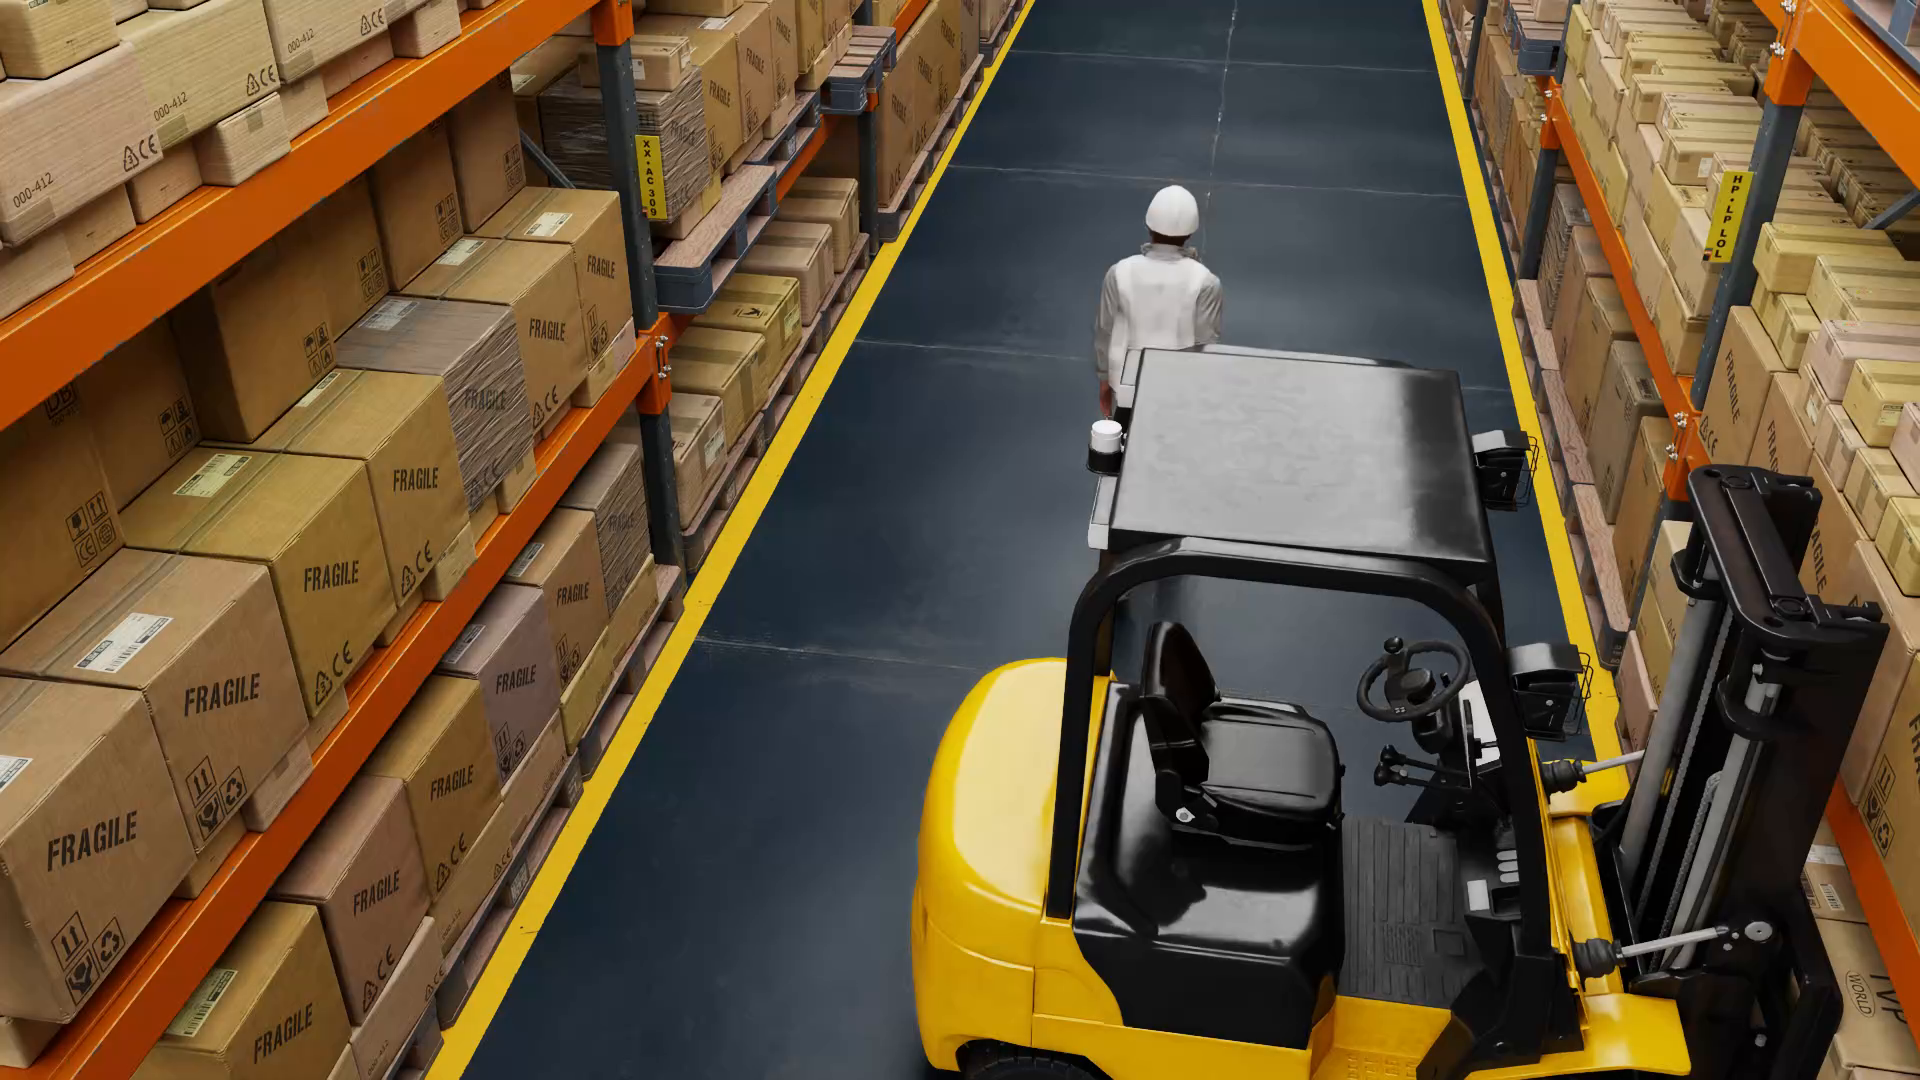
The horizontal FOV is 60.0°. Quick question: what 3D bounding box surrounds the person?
[{"bbox_3d":[0.839,-0.675,7.232,0.542,1.717,1.116,5,32,7],"label":"person"}]
